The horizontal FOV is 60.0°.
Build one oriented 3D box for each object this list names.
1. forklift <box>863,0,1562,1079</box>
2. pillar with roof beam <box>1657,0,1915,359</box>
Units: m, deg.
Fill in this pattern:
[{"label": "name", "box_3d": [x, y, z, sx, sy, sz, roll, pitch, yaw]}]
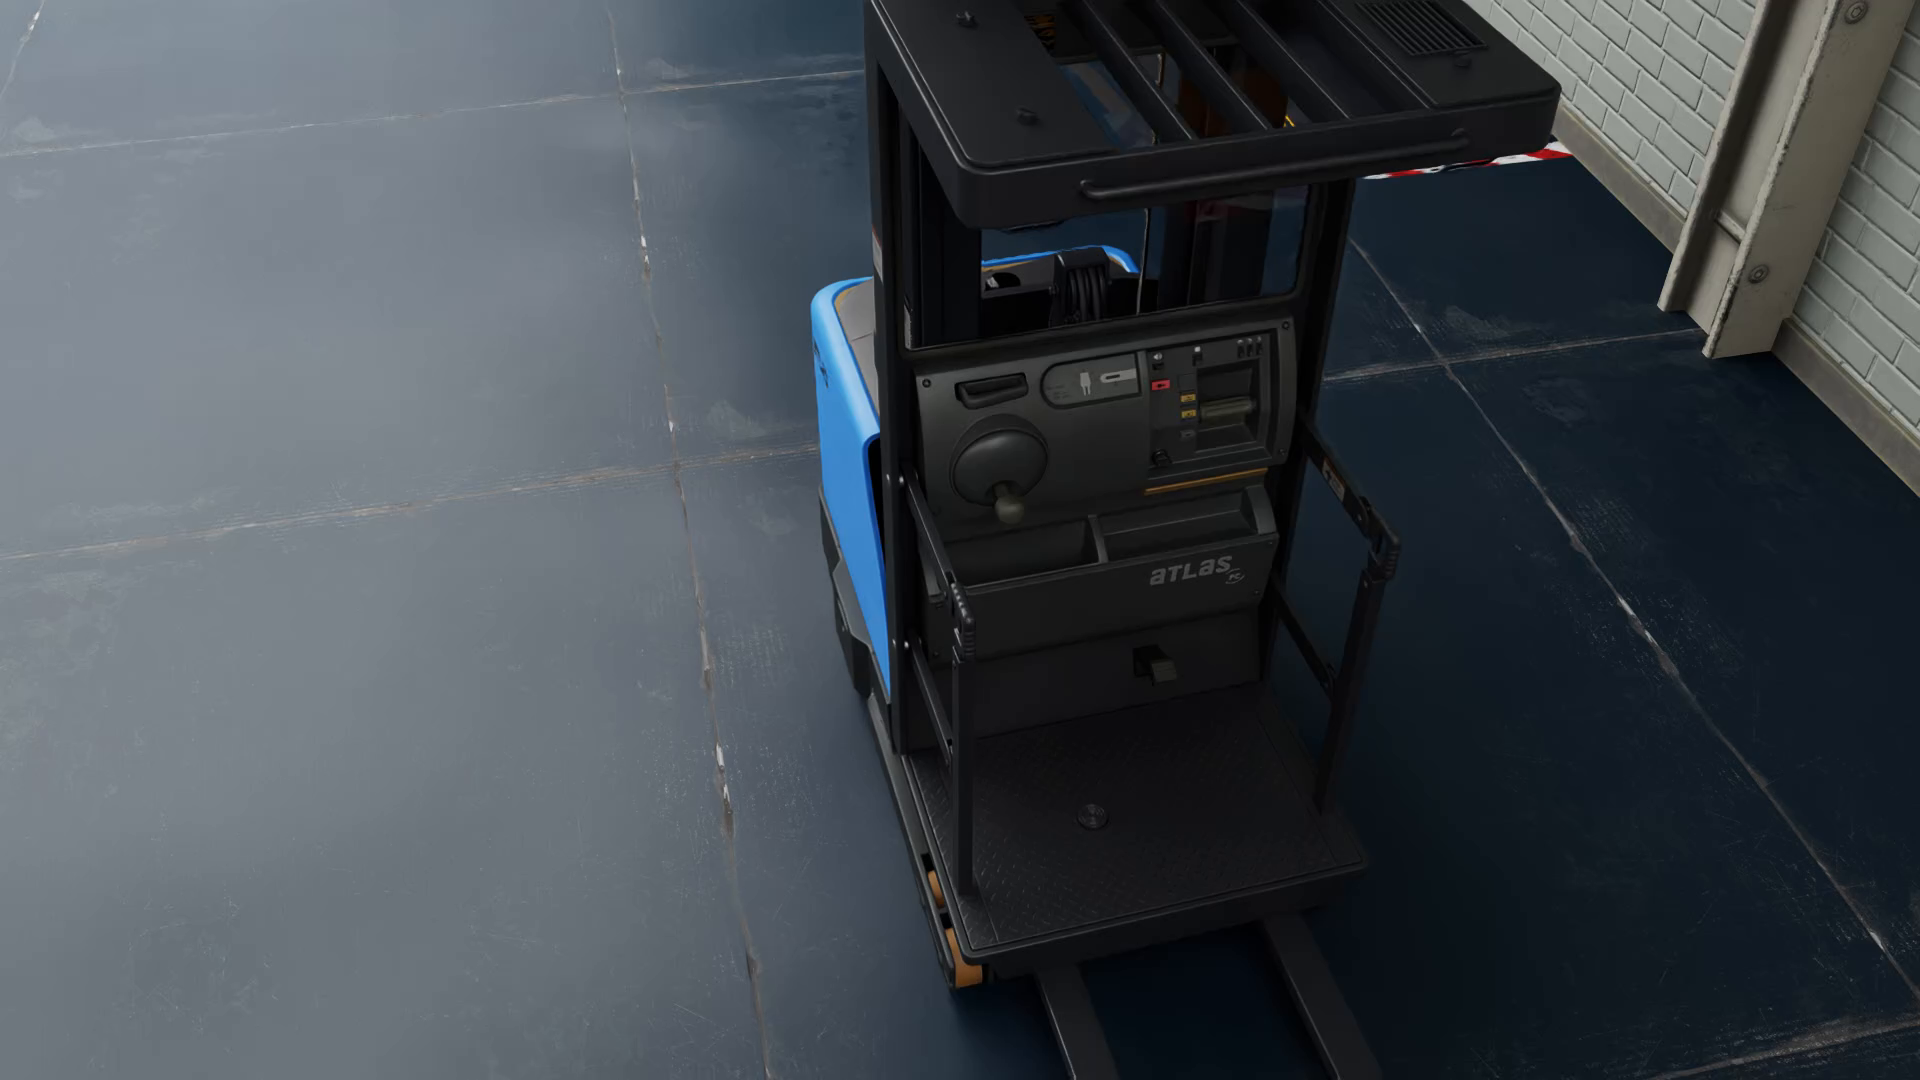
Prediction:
[{"label": "forklift", "box_3d": [0.404, -0.202, 3.770, 1.110, 2.935, 3.031, -10, 43, -11]}, {"label": "pillar with roof beam", "box_3d": [-1.145, -3.612, 3.041, 9.100, 9.000, 0.400, -8, 42, -9]}]
